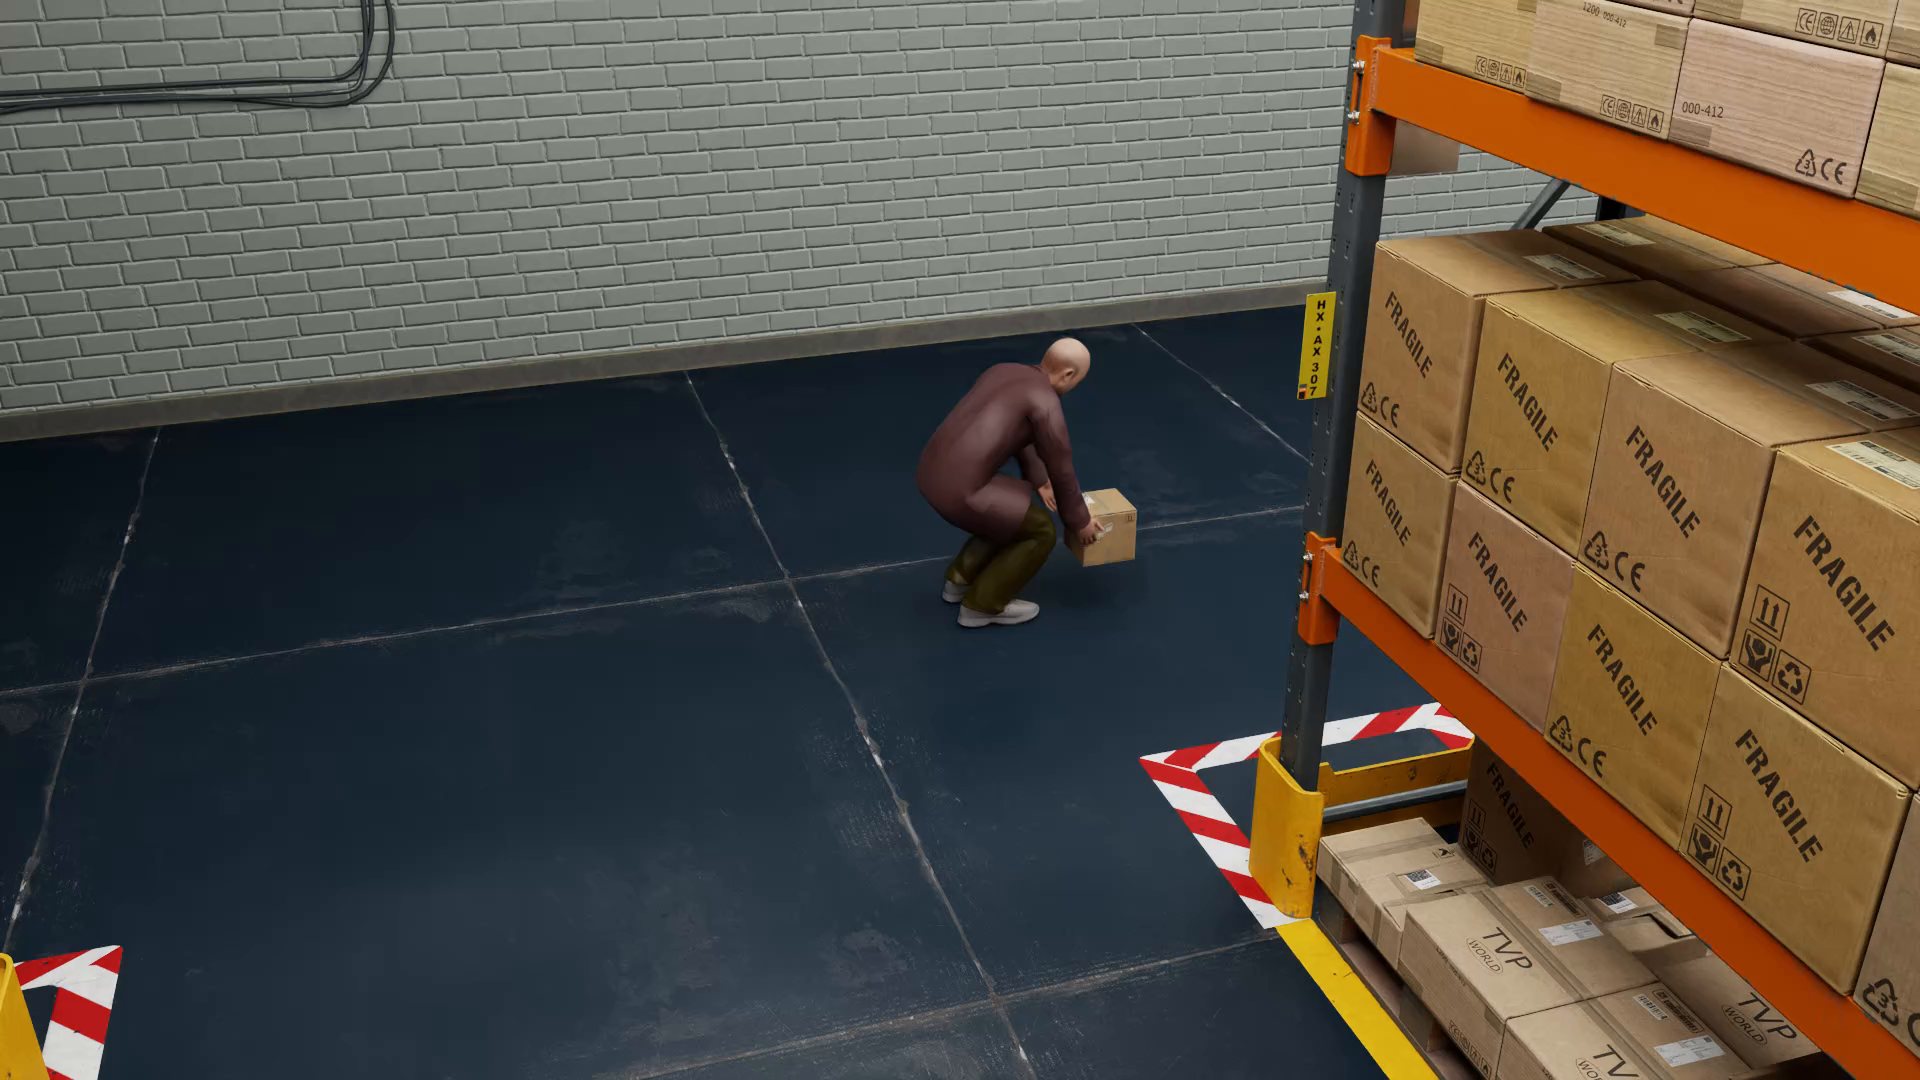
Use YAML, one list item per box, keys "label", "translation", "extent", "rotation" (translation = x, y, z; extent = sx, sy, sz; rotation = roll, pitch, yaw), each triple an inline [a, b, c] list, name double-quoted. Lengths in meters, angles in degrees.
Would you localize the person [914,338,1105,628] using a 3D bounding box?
- label: "person"
  translation: [0.191, -0.218, 7.339]
  extent: [0.809, 1.113, 0.629]
  rotation: [-8, 27, -16]
